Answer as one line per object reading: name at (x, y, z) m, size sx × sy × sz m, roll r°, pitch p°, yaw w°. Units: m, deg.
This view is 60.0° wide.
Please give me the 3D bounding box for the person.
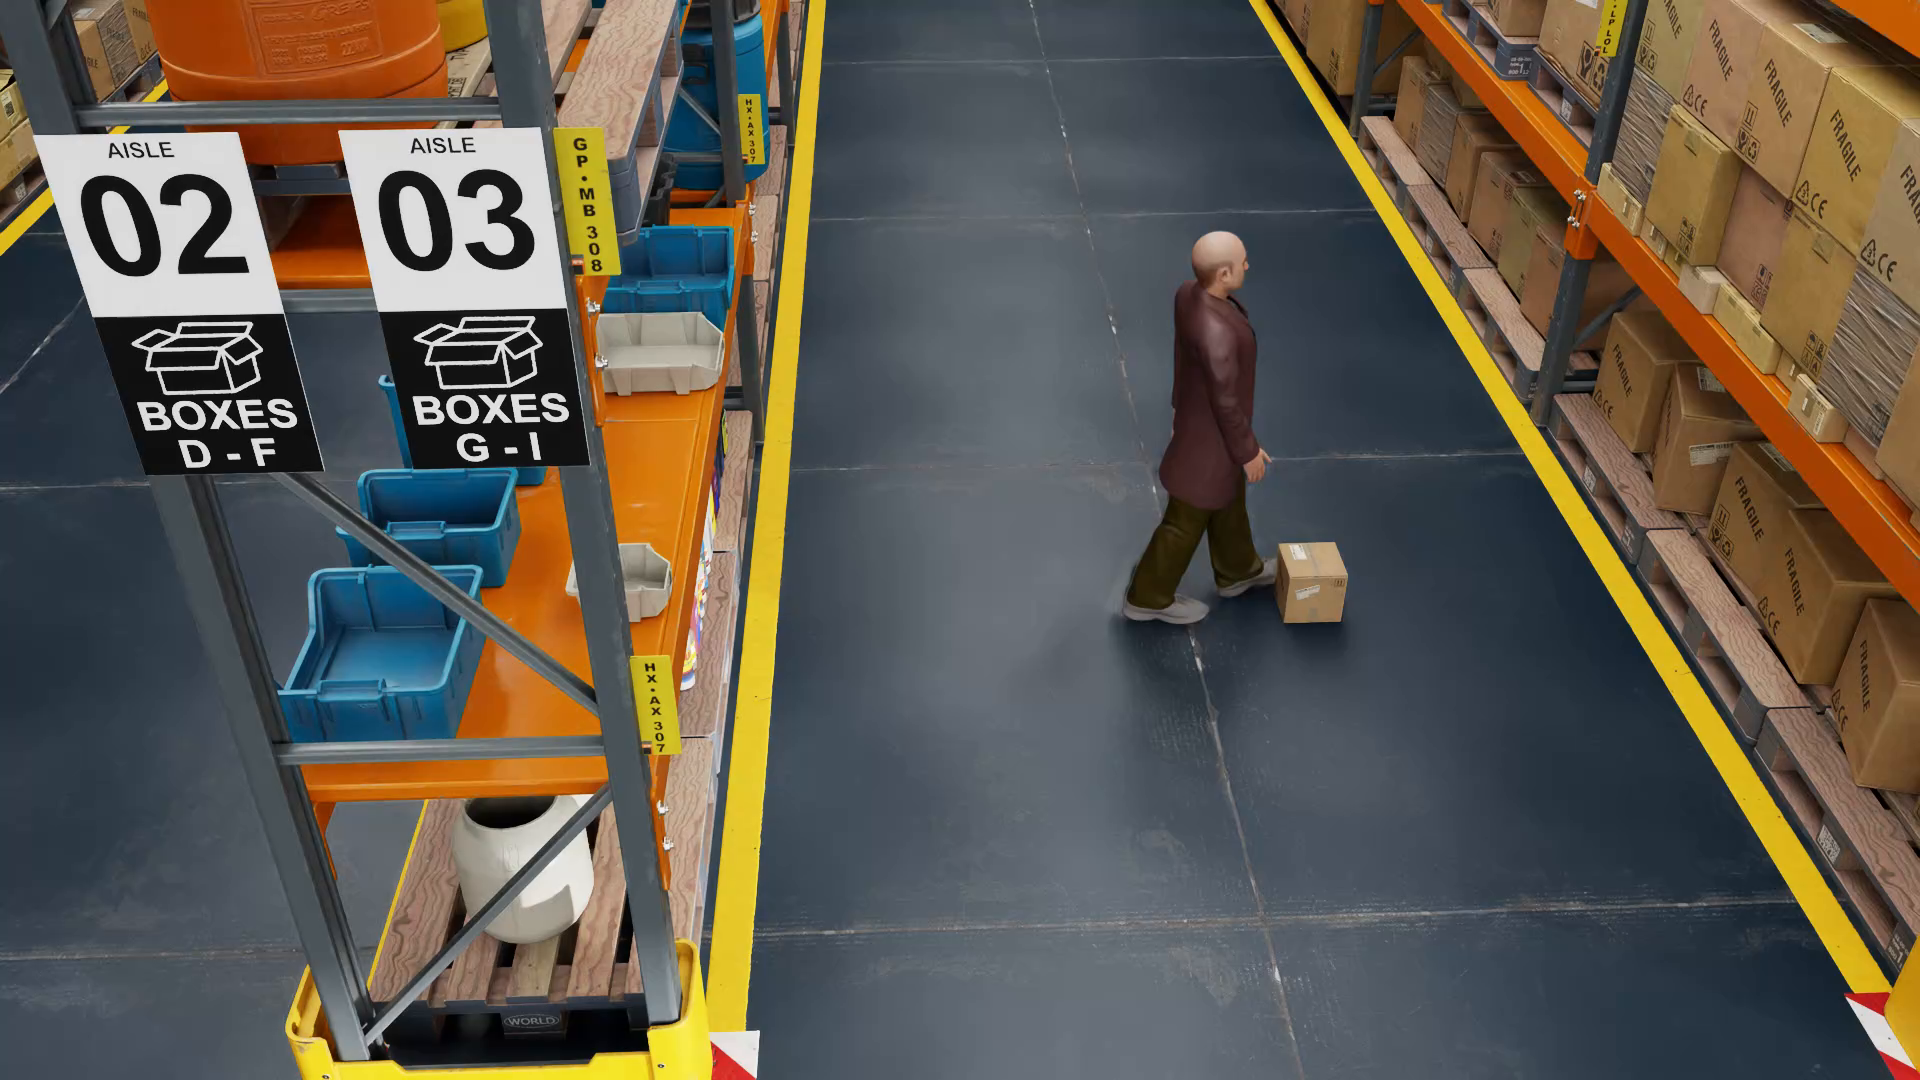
person at (1.094, -0.431, 6.796) m, size 0.789 × 1.777 × 0.579 m, roll 0°, pitch 35°, yaw 0°
